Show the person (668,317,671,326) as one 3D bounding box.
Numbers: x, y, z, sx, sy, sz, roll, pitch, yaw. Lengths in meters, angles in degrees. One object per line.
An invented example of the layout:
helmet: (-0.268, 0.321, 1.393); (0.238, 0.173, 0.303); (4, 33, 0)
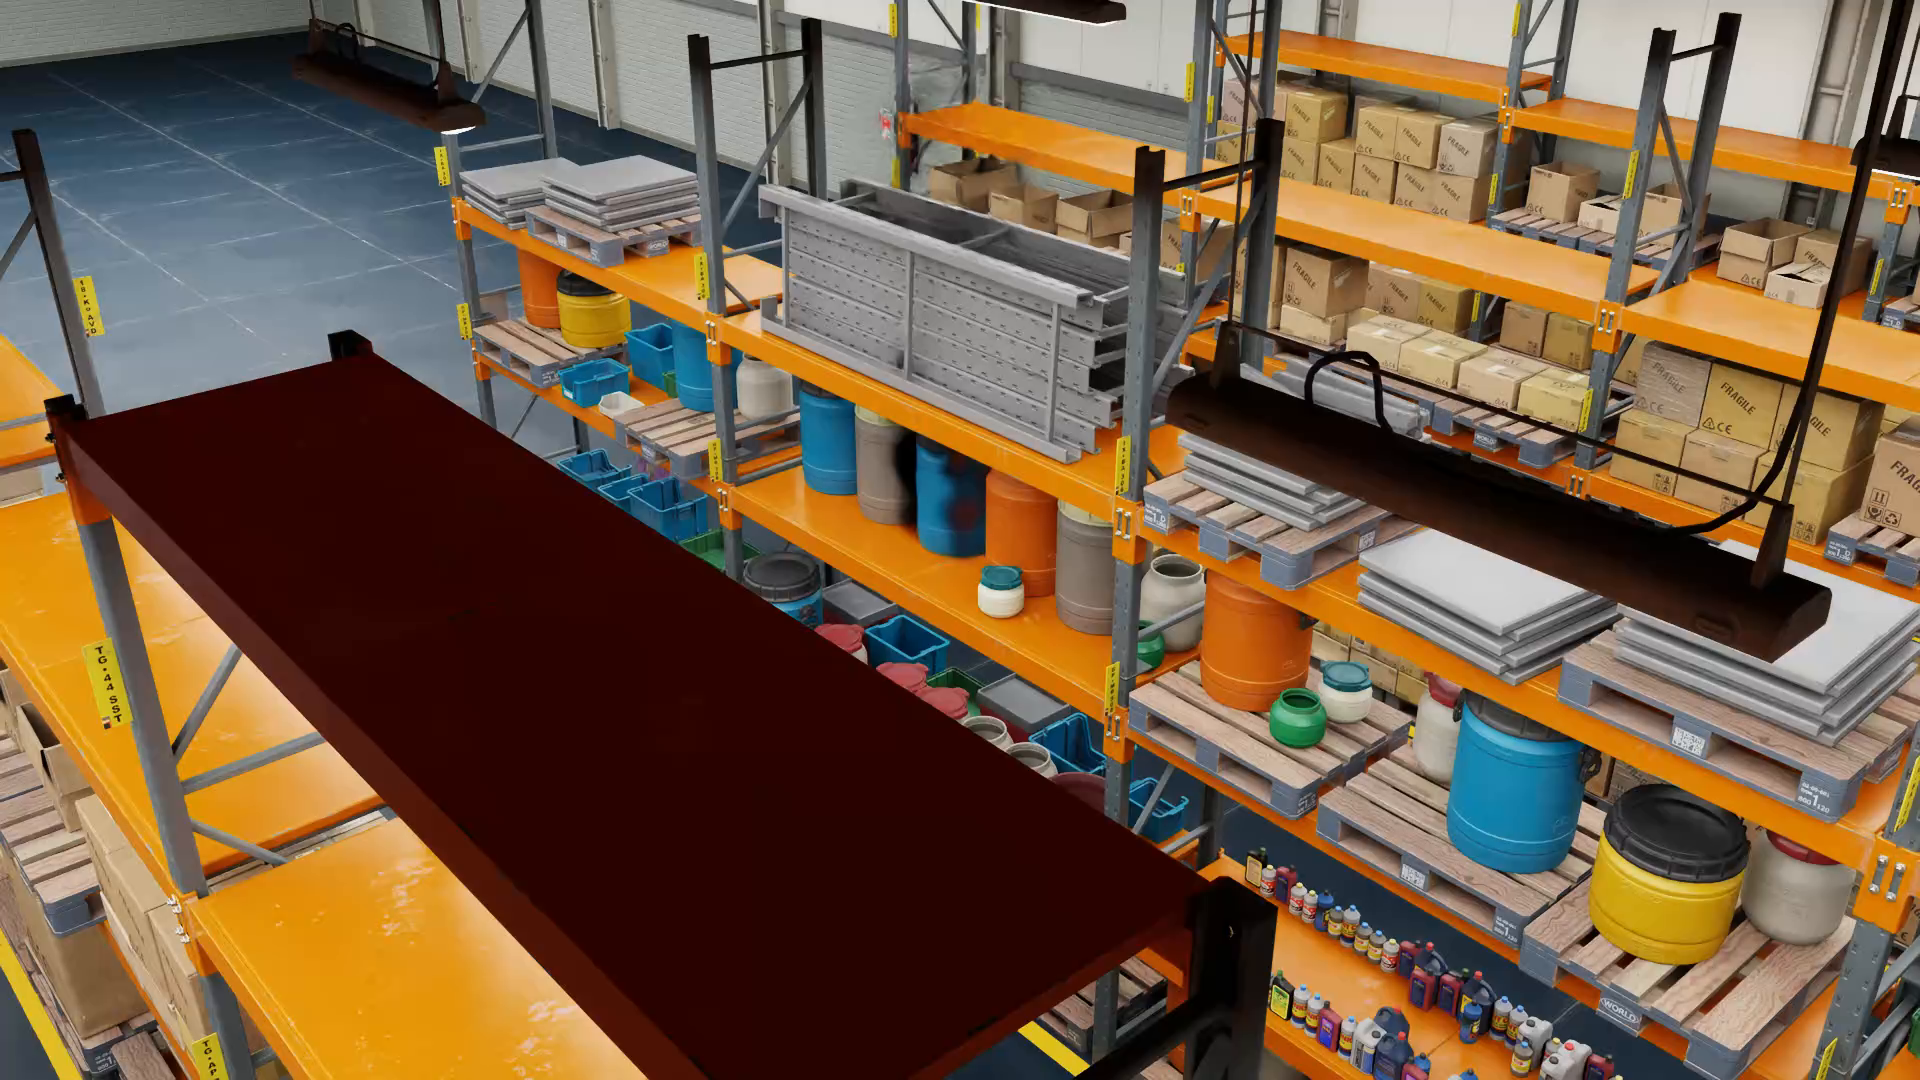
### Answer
person: (-3.297, -1.942, 19.524); (0.935, 1.704, 0.584); (-3, 27, -6)

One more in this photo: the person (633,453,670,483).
person: (-3.089, -0.558, 16.965); (0.597, 1.545, 0.521); (10, 29, 19)
